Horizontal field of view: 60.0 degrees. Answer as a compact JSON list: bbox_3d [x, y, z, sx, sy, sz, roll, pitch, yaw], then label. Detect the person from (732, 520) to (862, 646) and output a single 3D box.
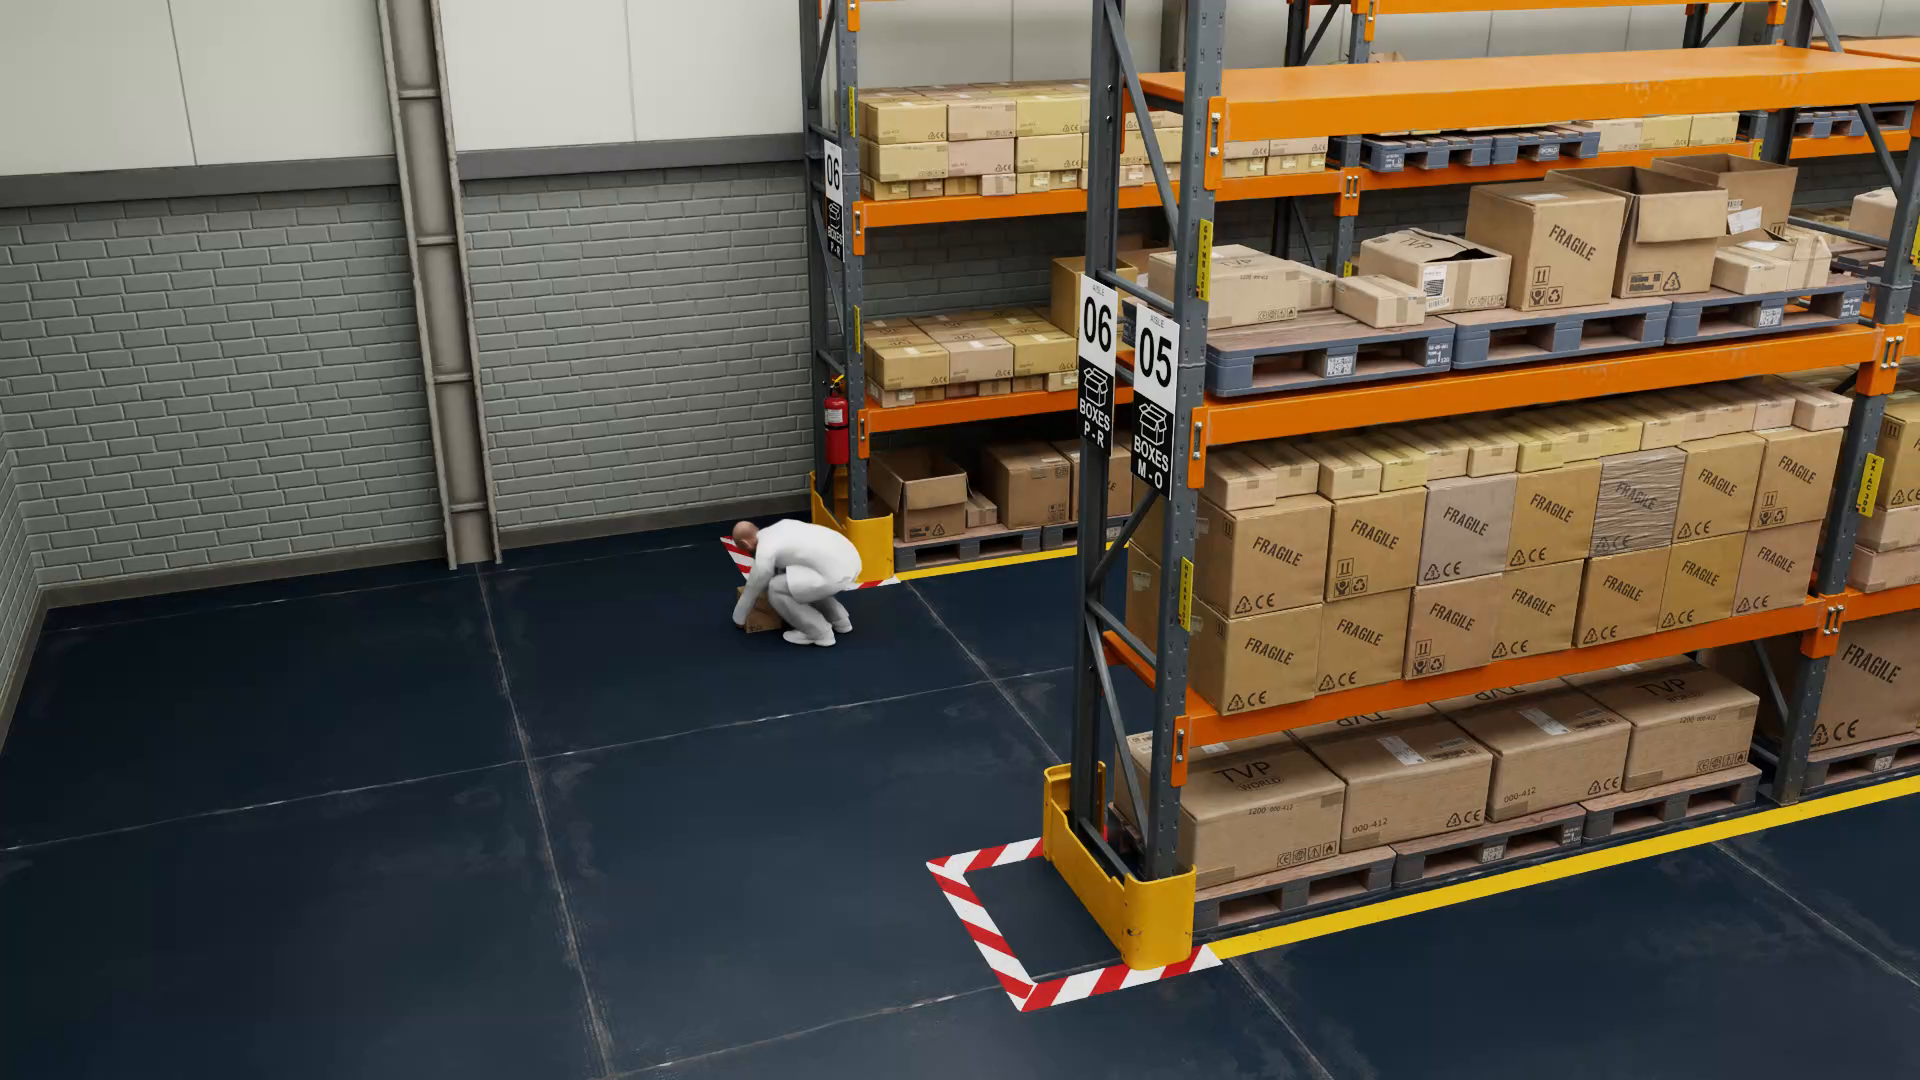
[{"bbox_3d":[-1.138,0.282,11.515,0.958,0.811,0.577,9,24,20],"label":"person"}]
